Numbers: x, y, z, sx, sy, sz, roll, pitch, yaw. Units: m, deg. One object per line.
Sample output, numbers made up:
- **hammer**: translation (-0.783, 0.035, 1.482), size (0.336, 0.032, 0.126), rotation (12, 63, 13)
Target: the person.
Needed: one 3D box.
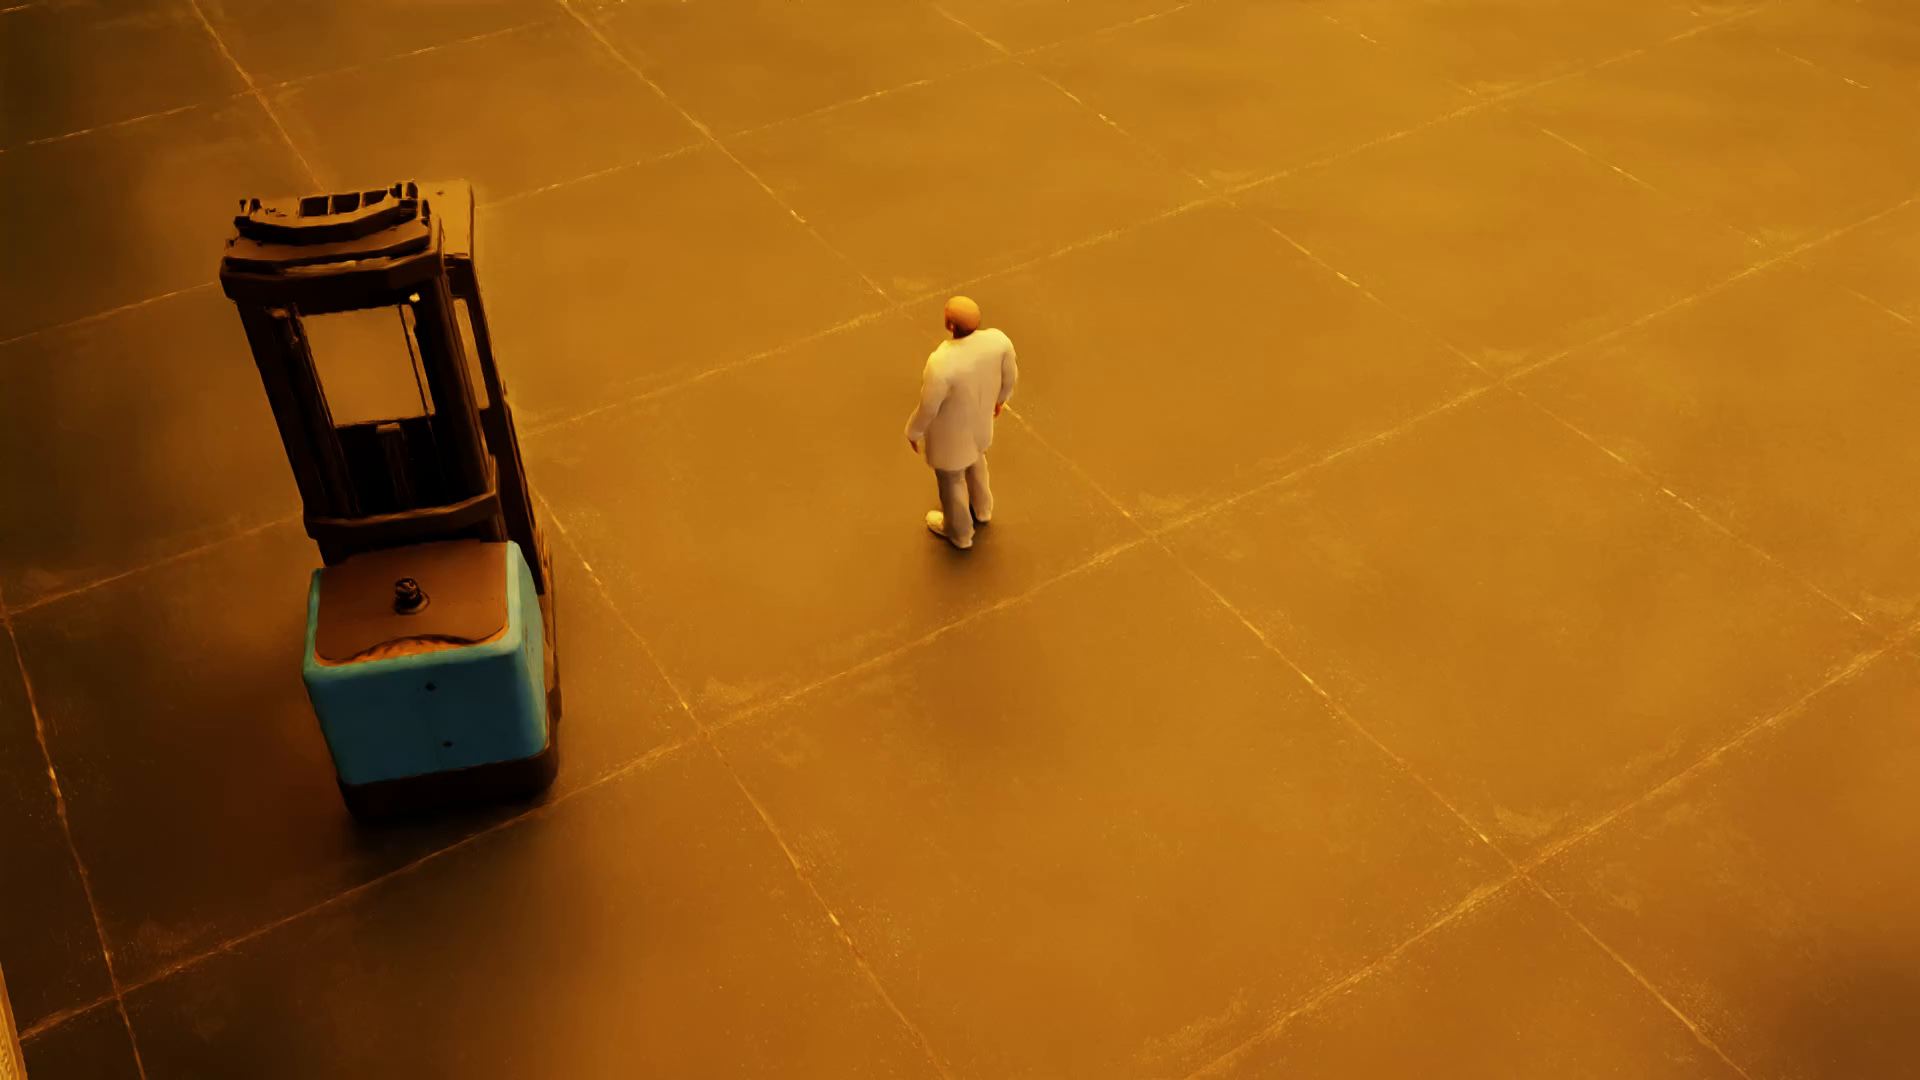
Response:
- **person**: translation (-0.044, -0.726, 9.566), size (0.694, 1.775, 0.586), rotation (-23, 46, -24)

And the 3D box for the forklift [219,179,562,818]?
- **forklift**: translation (-2.906, -0.683, 8.653), size (1.130, 2.935, 3.031), rotation (-8, 42, -9)
